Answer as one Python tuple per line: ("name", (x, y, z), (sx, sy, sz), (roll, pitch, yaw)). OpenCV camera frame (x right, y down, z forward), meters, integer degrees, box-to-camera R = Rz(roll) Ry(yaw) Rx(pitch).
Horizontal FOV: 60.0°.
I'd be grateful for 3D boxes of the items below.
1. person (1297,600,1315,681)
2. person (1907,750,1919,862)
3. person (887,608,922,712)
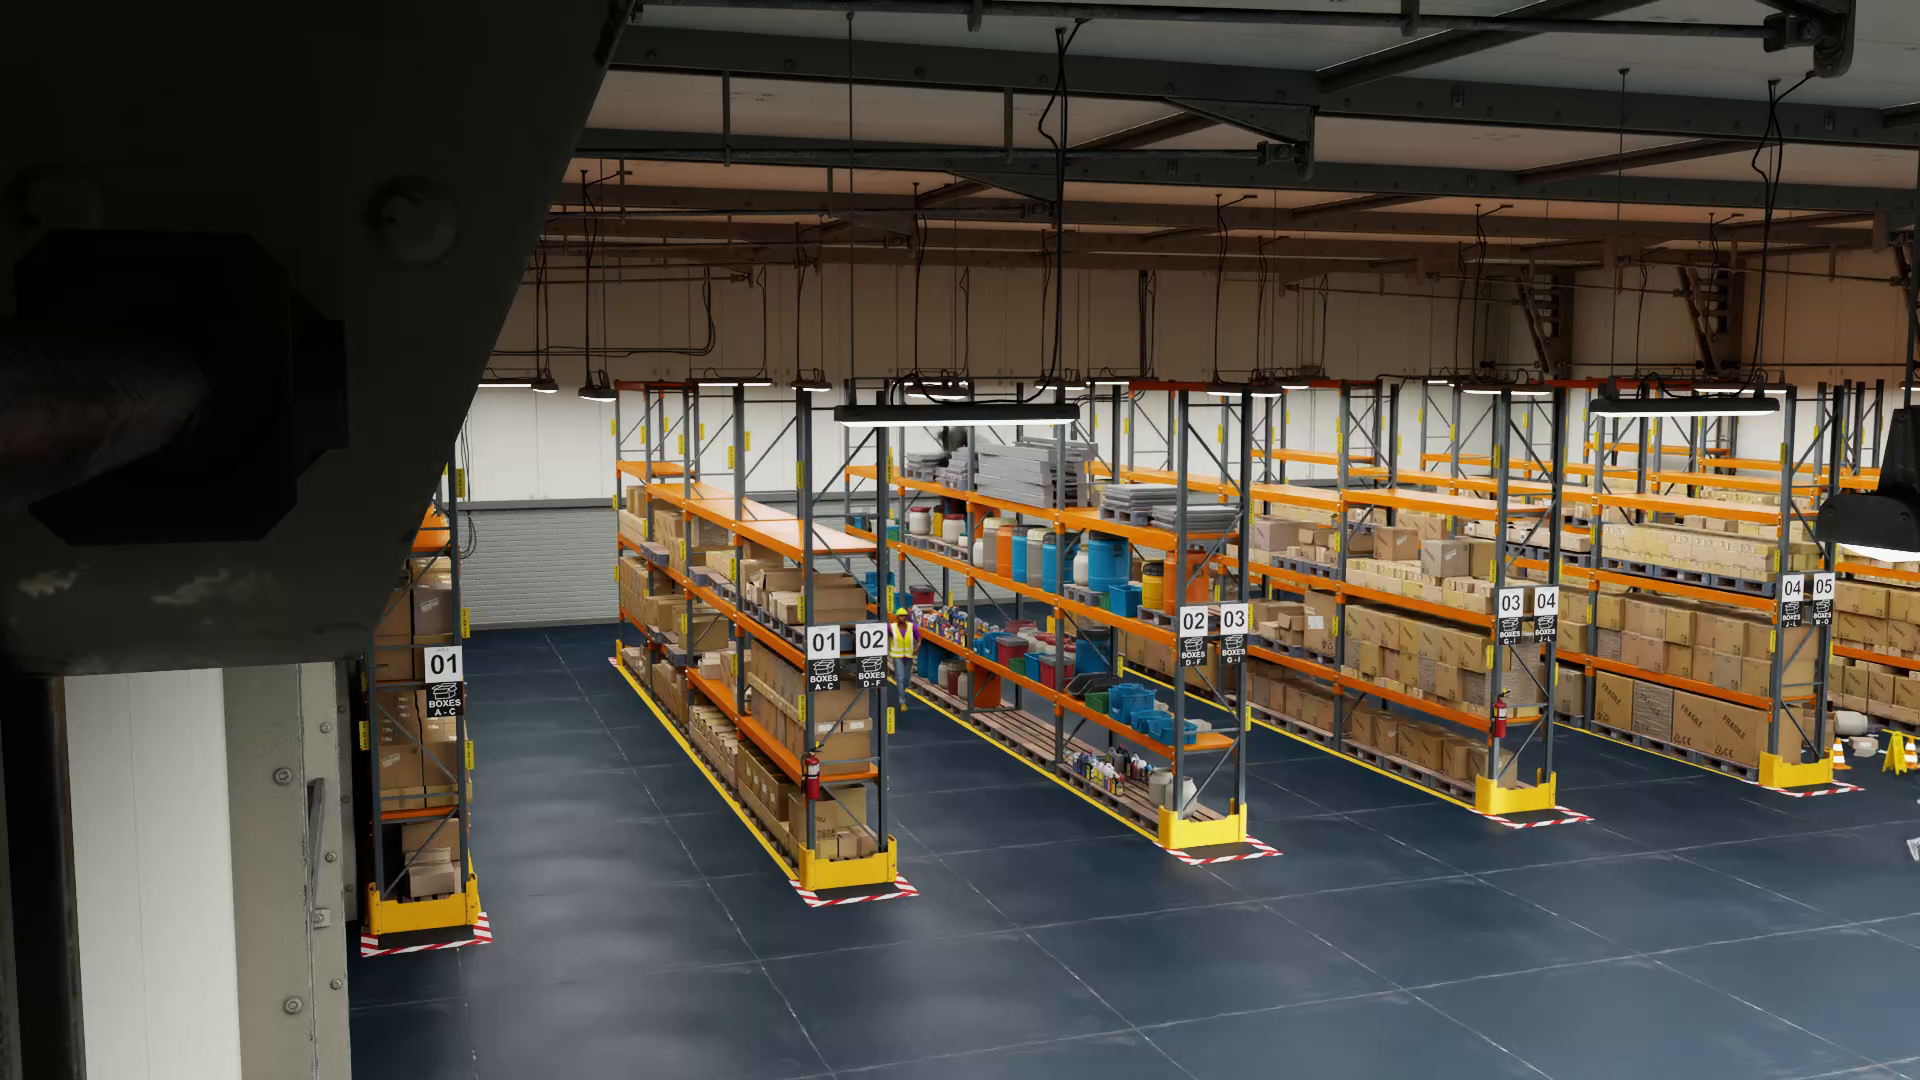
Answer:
("person", (6.734, 2.013, 32.769), (0.577, 1.659, 0.955), (-3, 7, -29))
("person", (12.125, 3.328, 20.749), (0.544, 1.646, 0.631), (2, 6, 19))
("person", (-1.015, 2.076, 29.323), (0.711, 1.784, 0.825), (-2, 6, -17))
